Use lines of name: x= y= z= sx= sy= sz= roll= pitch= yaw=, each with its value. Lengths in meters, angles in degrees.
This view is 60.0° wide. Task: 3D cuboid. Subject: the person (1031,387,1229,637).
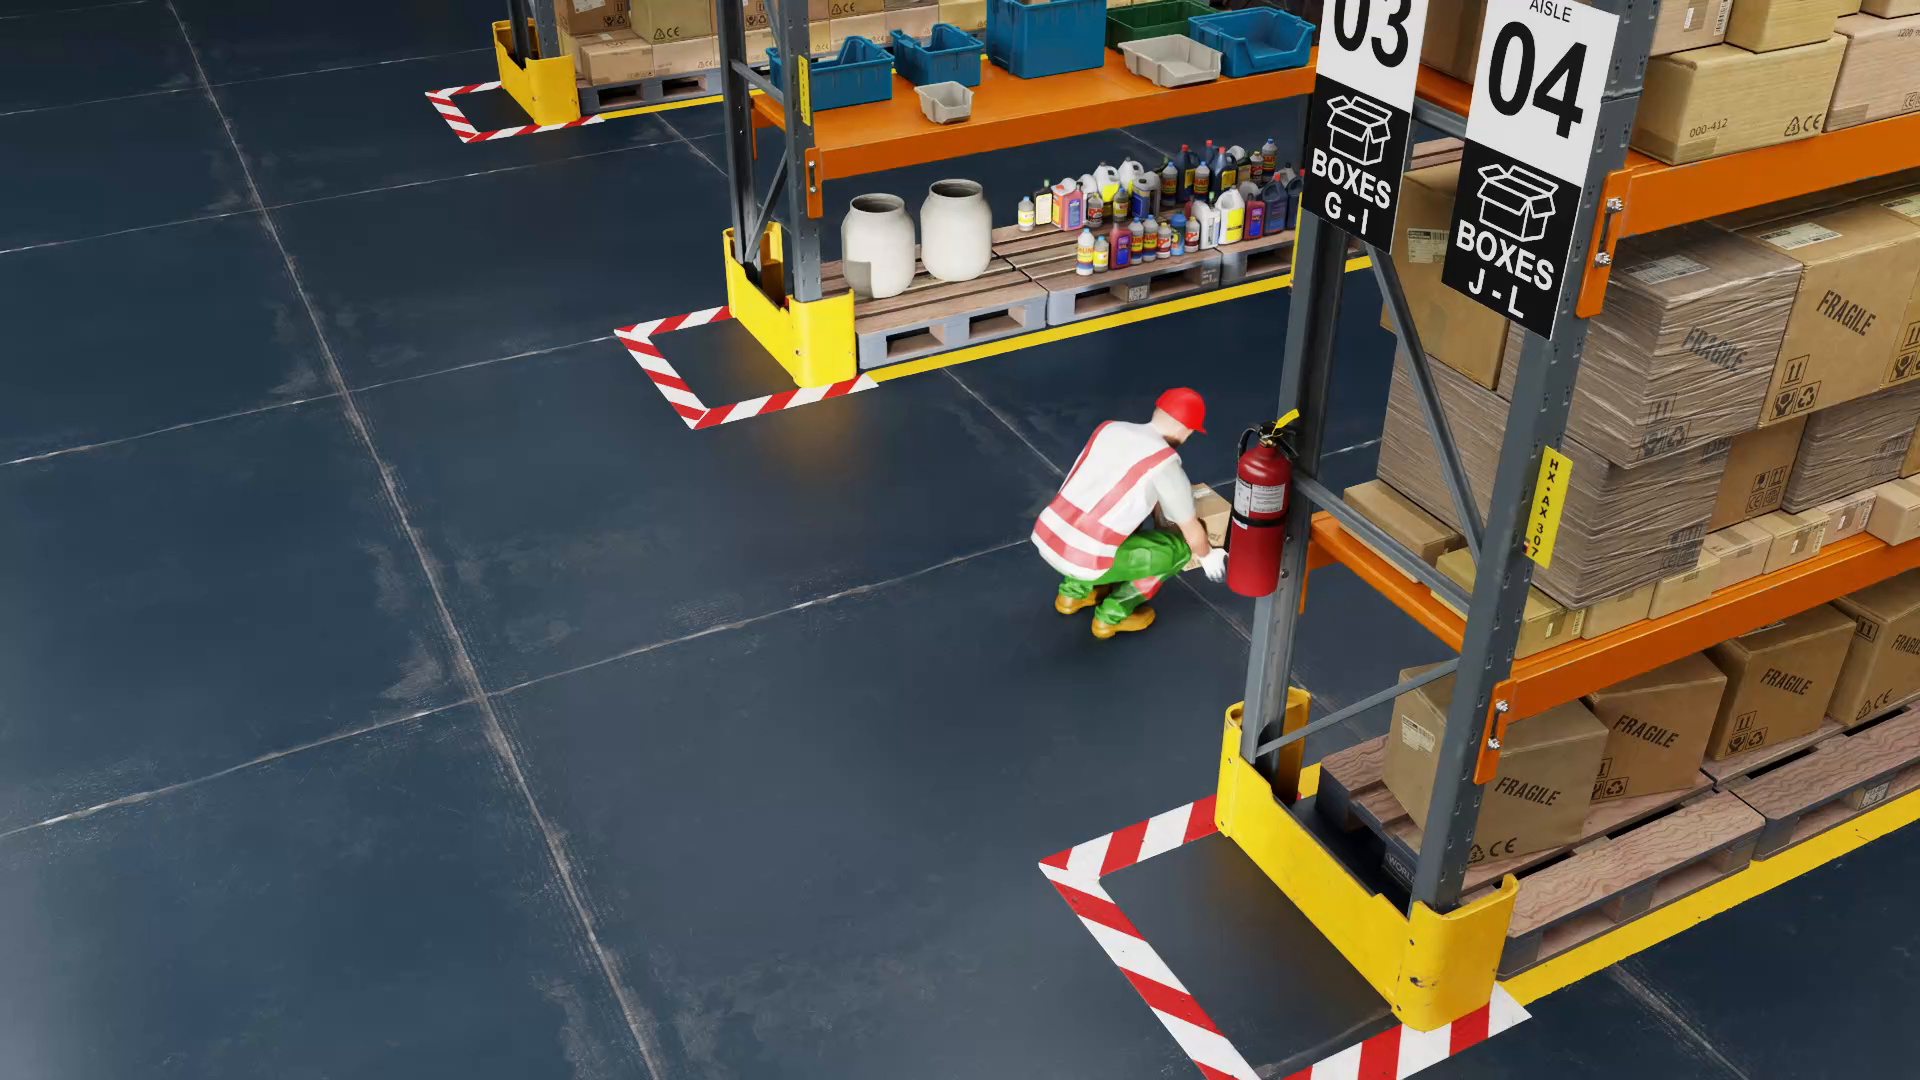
person: x=0.724 y=-0.125 z=7.055 sx=0.879 sy=0.993 sz=0.548 roll=-16 pitch=36 yaw=-23
